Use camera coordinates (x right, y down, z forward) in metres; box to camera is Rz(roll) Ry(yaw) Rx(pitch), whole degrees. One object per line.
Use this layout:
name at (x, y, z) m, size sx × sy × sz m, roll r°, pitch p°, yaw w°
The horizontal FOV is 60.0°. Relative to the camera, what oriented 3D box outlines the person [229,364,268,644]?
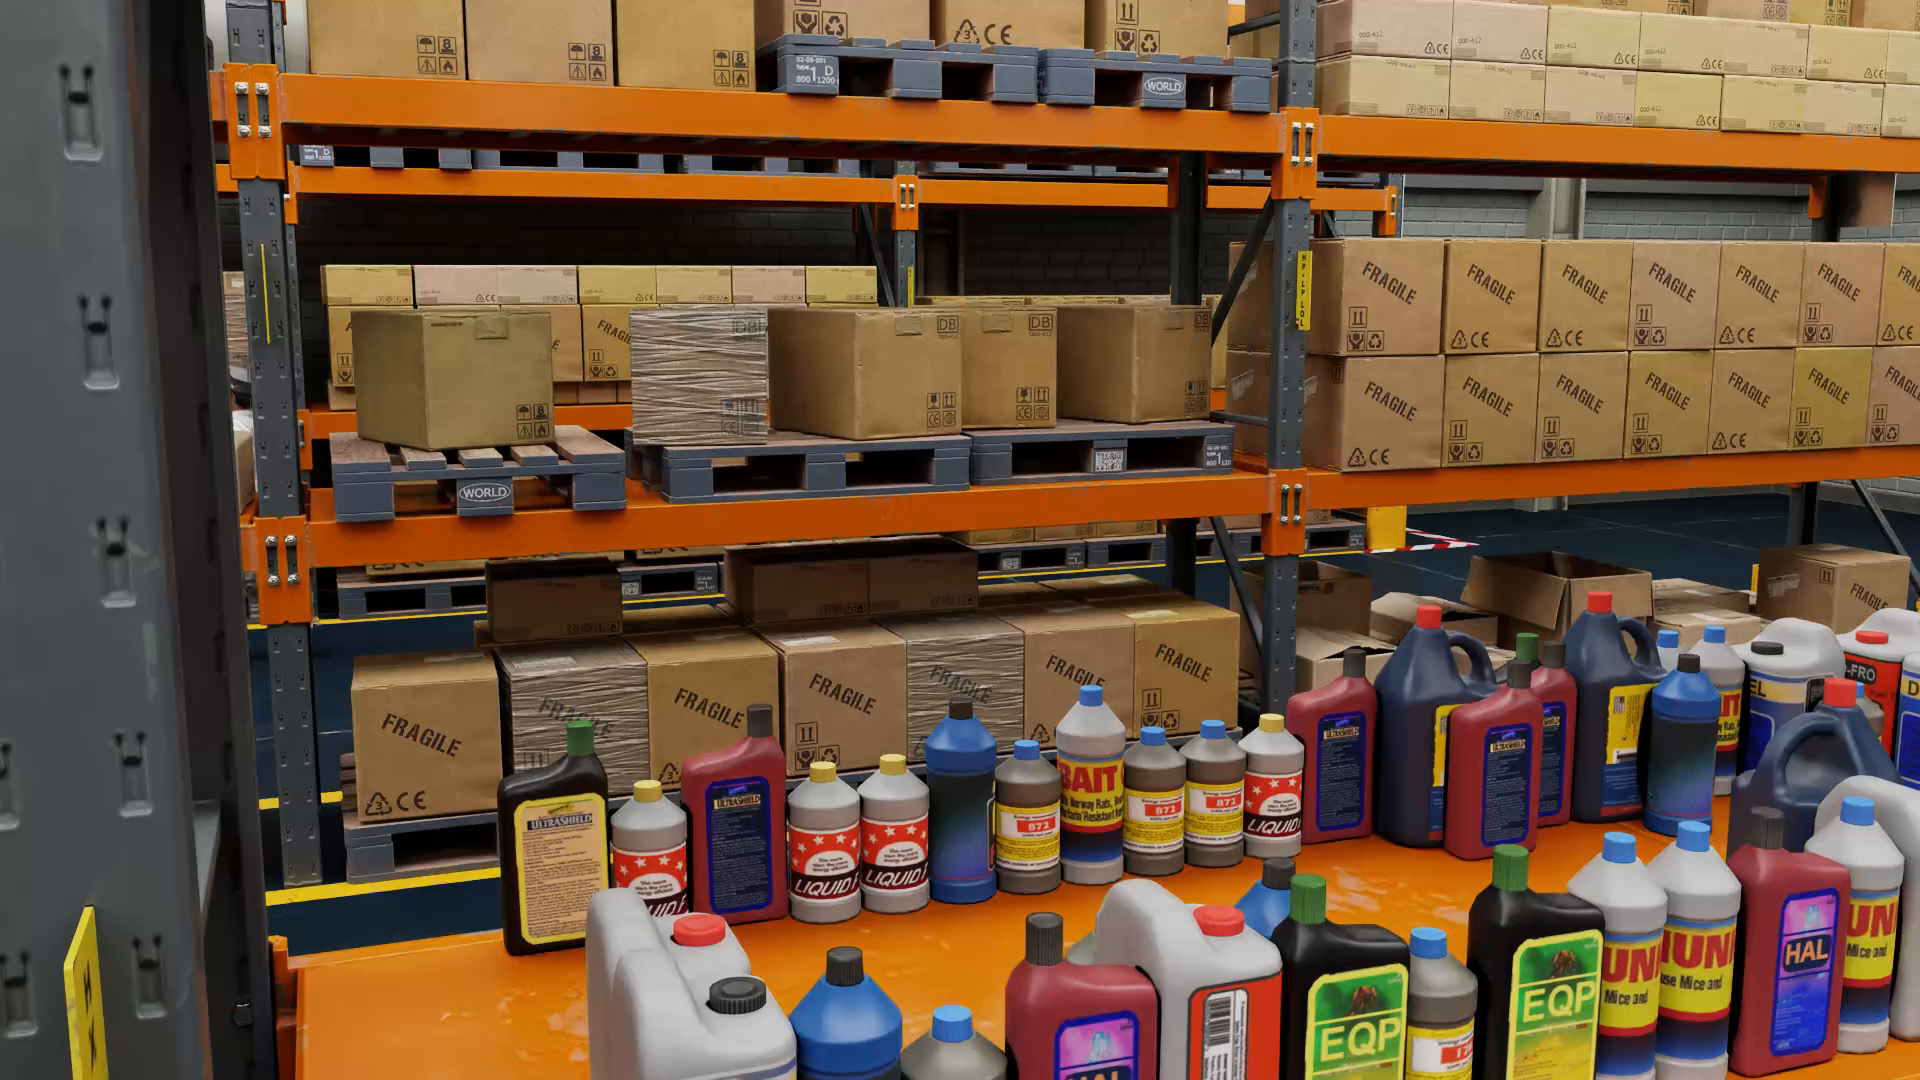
person at (-4.092, -0.160, 9.258) m, size 0.731 × 1.657 × 0.504 m, roll 0°, pitch 9°, yaw 2°
